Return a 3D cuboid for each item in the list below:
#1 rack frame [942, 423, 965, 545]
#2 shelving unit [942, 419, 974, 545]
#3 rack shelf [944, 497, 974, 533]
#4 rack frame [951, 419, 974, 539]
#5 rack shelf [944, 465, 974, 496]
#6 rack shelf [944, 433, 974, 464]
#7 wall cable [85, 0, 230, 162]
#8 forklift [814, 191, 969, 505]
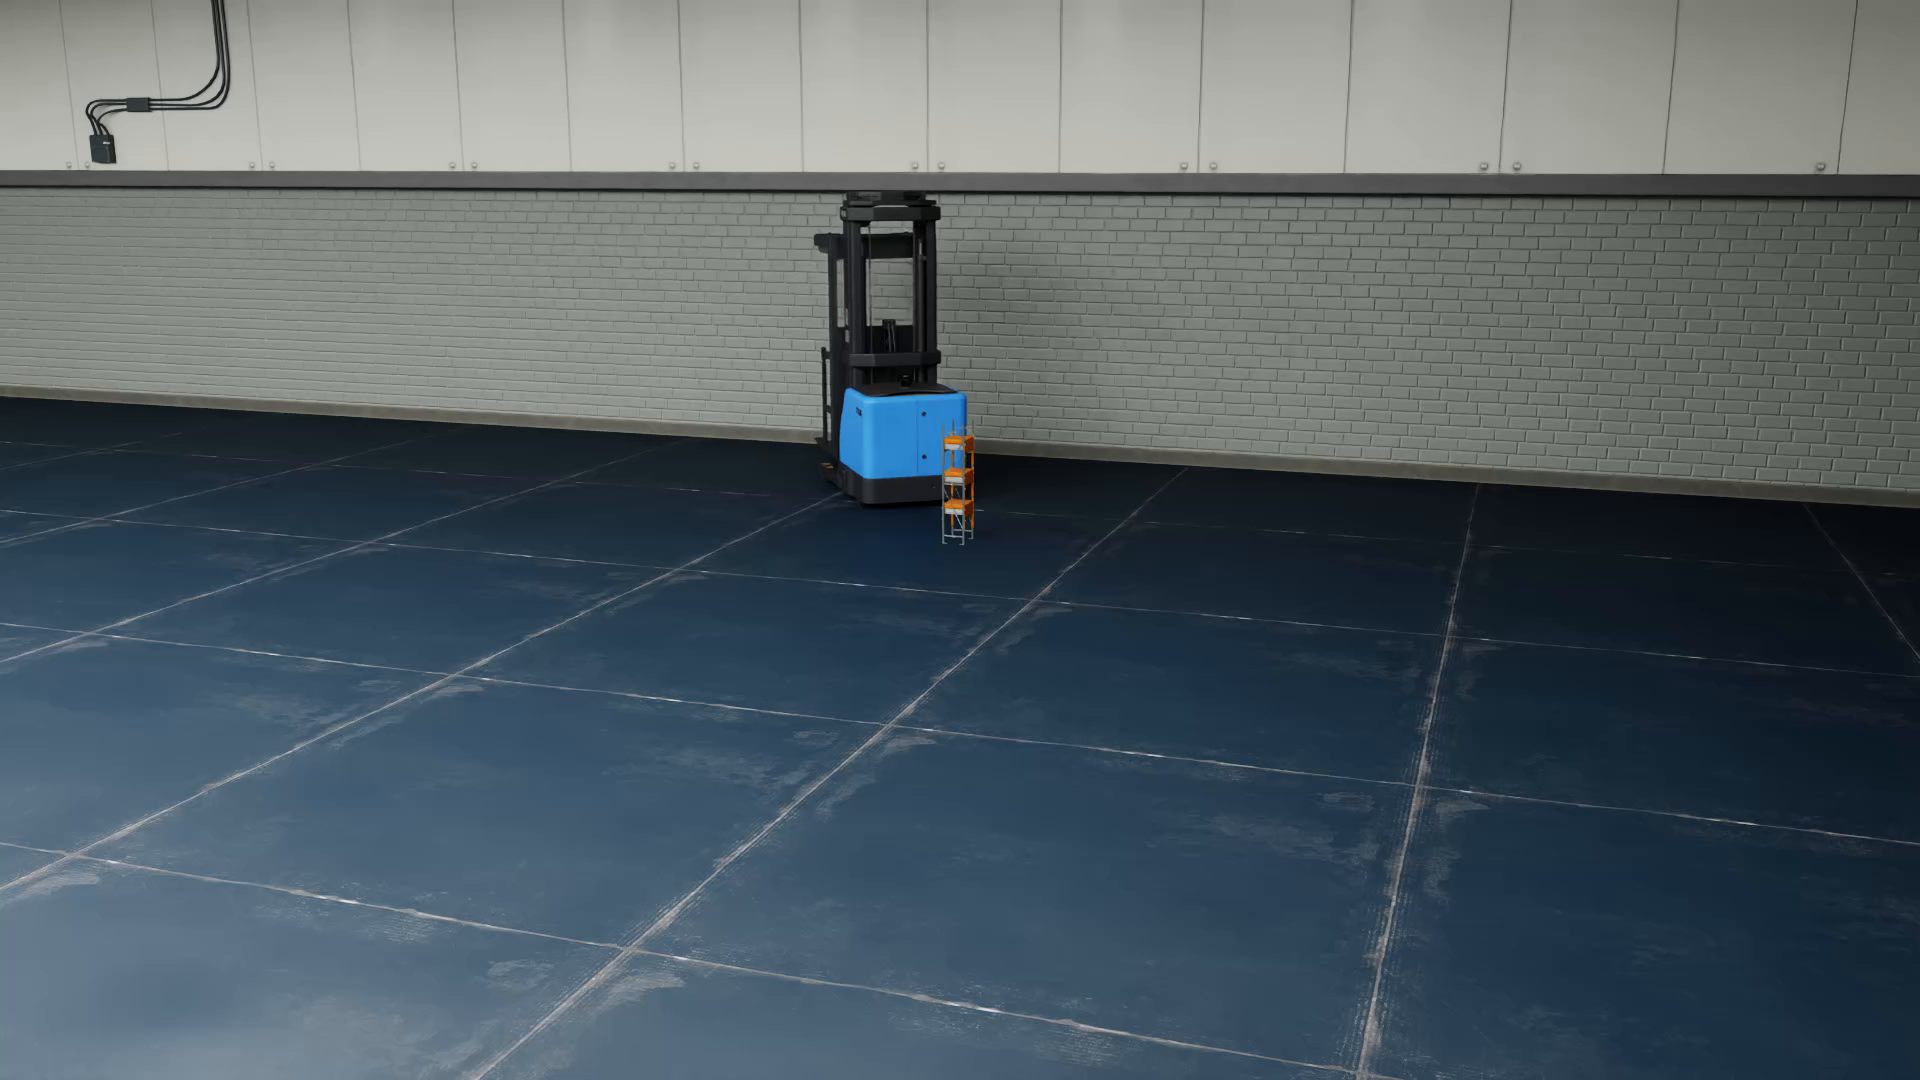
[{"bbox_3d":[-0.057,-0.475,14.209,0.200,1.050,0.008,4,14,18],"label":"rack frame"},{"bbox_3d":[-0.017,-0.501,14.322,0.215,1.050,0.252,4,14,18],"label":"shelving unit"},{"bbox_3d":[-0.017,-0.219,14.386,0.215,0.259,0.240,4,14,18],"label":"rack shelf"},{"bbox_3d":[0.022,-0.526,14.434,0.200,1.050,0.008,4,14,18],"label":"rack frame"},{"bbox_3d":[-0.017,-0.490,14.324,0.215,0.259,0.240,4,14,18],"label":"rack shelf"},{"bbox_3d":[-0.017,-0.767,14.261,0.215,0.259,0.240,4,14,18],"label":"rack shelf"},{"bbox_3d":[-10.307,-7.813,20.855,2.305,6.003,0.169,4,14,18],"label":"wall cable"},{"bbox_3d":[-0.841,-2.046,16.865,1.130,2.935,3.031,-4,13,-17],"label":"forklift"}]
